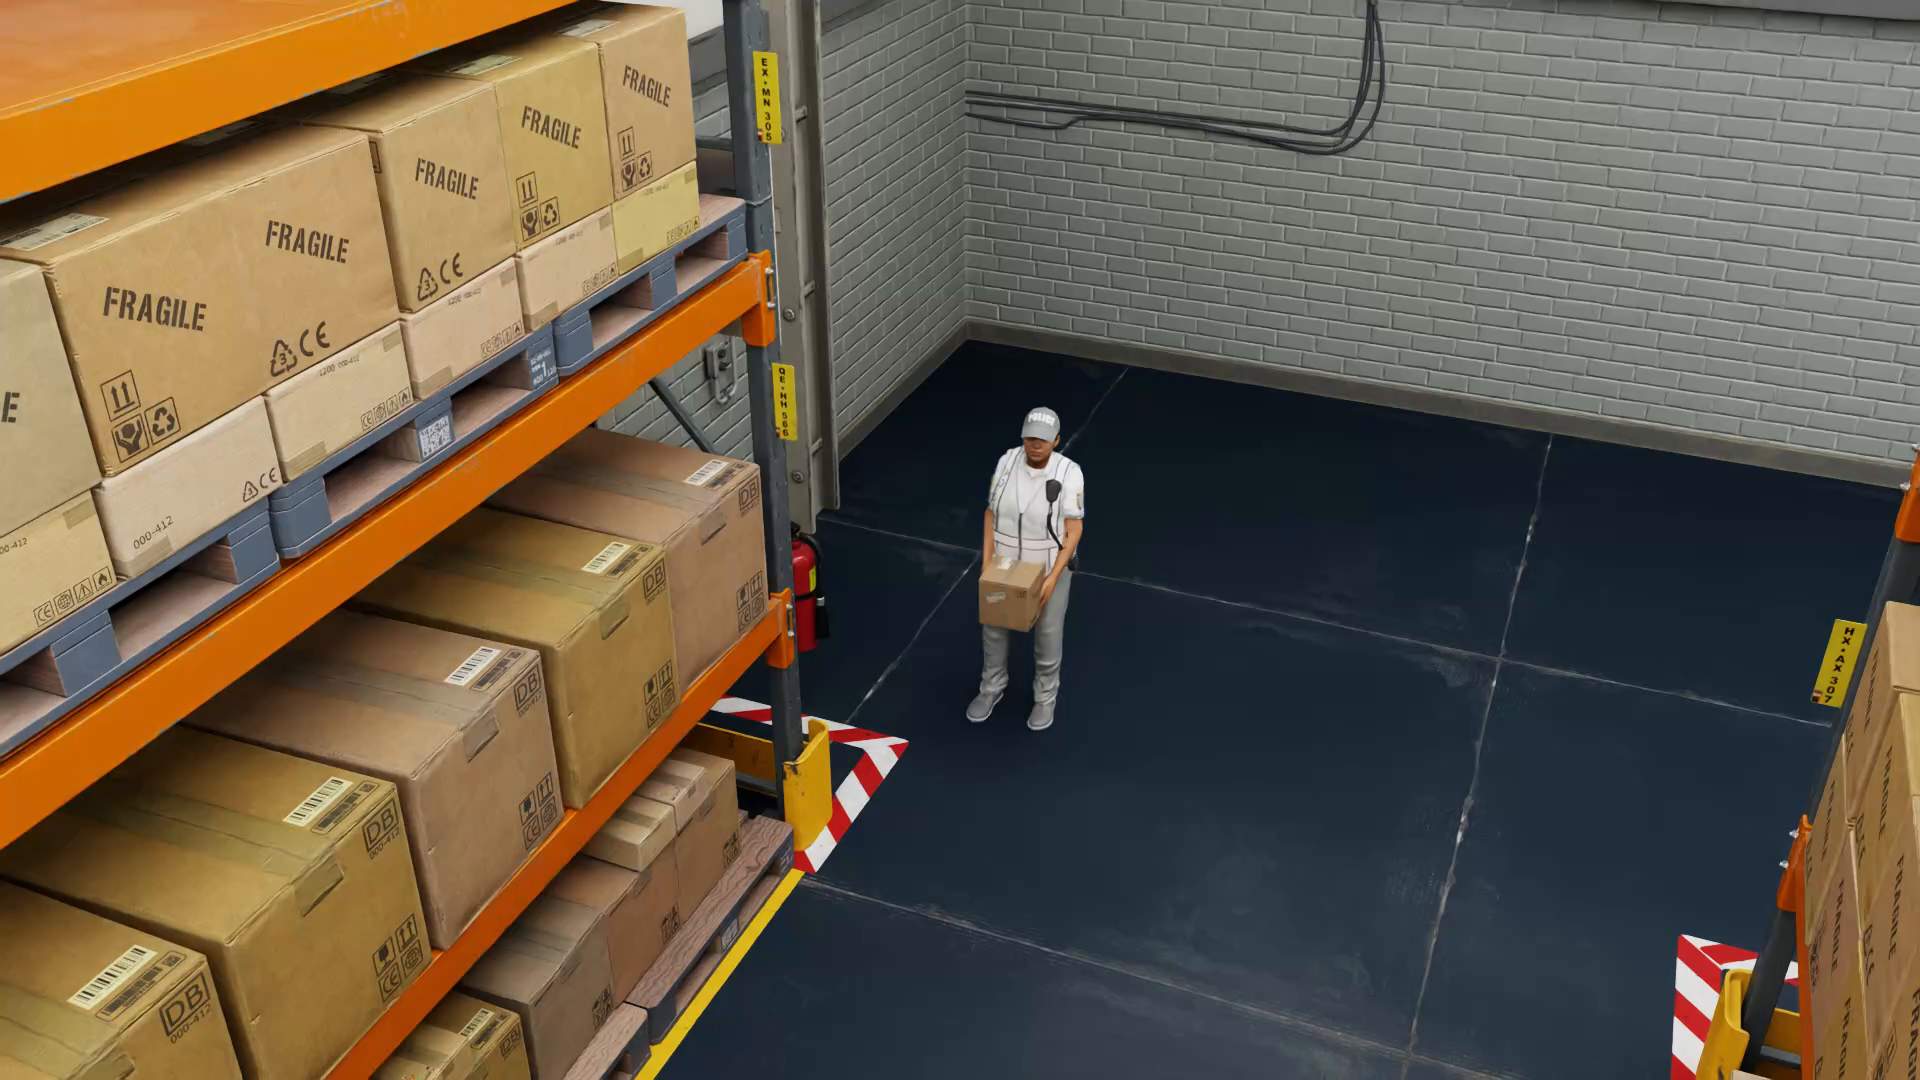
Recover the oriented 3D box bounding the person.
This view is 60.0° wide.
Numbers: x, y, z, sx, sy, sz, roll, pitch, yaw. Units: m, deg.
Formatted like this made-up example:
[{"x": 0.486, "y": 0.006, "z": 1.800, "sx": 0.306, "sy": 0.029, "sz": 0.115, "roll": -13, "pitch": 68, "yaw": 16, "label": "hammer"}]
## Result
[{"x": 0.327, "y": 0.145, "z": 8.130, "sx": 0.528, "sy": 1.670, "sz": 0.466, "roll": 10, "pitch": 31, "yaw": 17, "label": "person"}]
